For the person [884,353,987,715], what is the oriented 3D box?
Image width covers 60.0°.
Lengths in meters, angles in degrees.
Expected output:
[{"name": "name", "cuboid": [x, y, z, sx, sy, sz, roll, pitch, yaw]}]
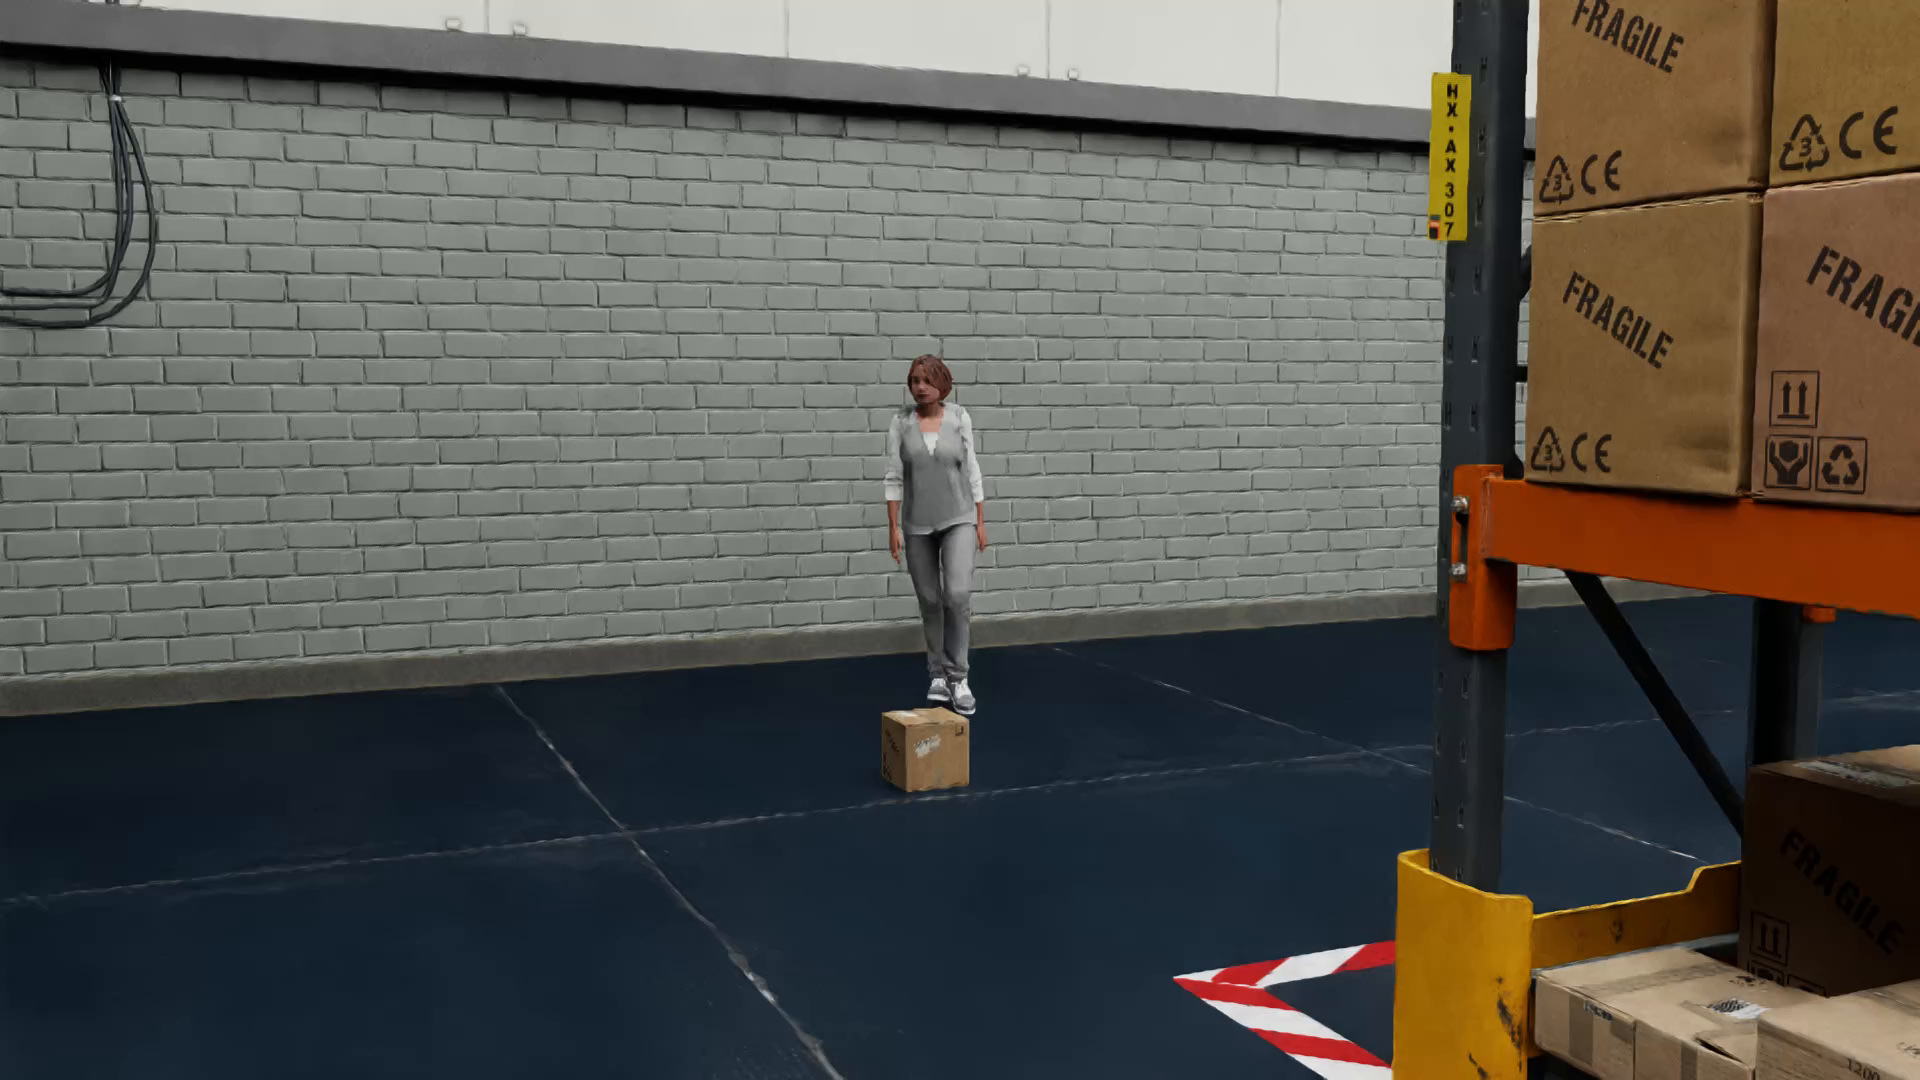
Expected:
[{"name": "person", "cuboid": [-0.109, -0.037, 7.502, 0.442, 1.596, 0.500, 1, 6, 8]}]
